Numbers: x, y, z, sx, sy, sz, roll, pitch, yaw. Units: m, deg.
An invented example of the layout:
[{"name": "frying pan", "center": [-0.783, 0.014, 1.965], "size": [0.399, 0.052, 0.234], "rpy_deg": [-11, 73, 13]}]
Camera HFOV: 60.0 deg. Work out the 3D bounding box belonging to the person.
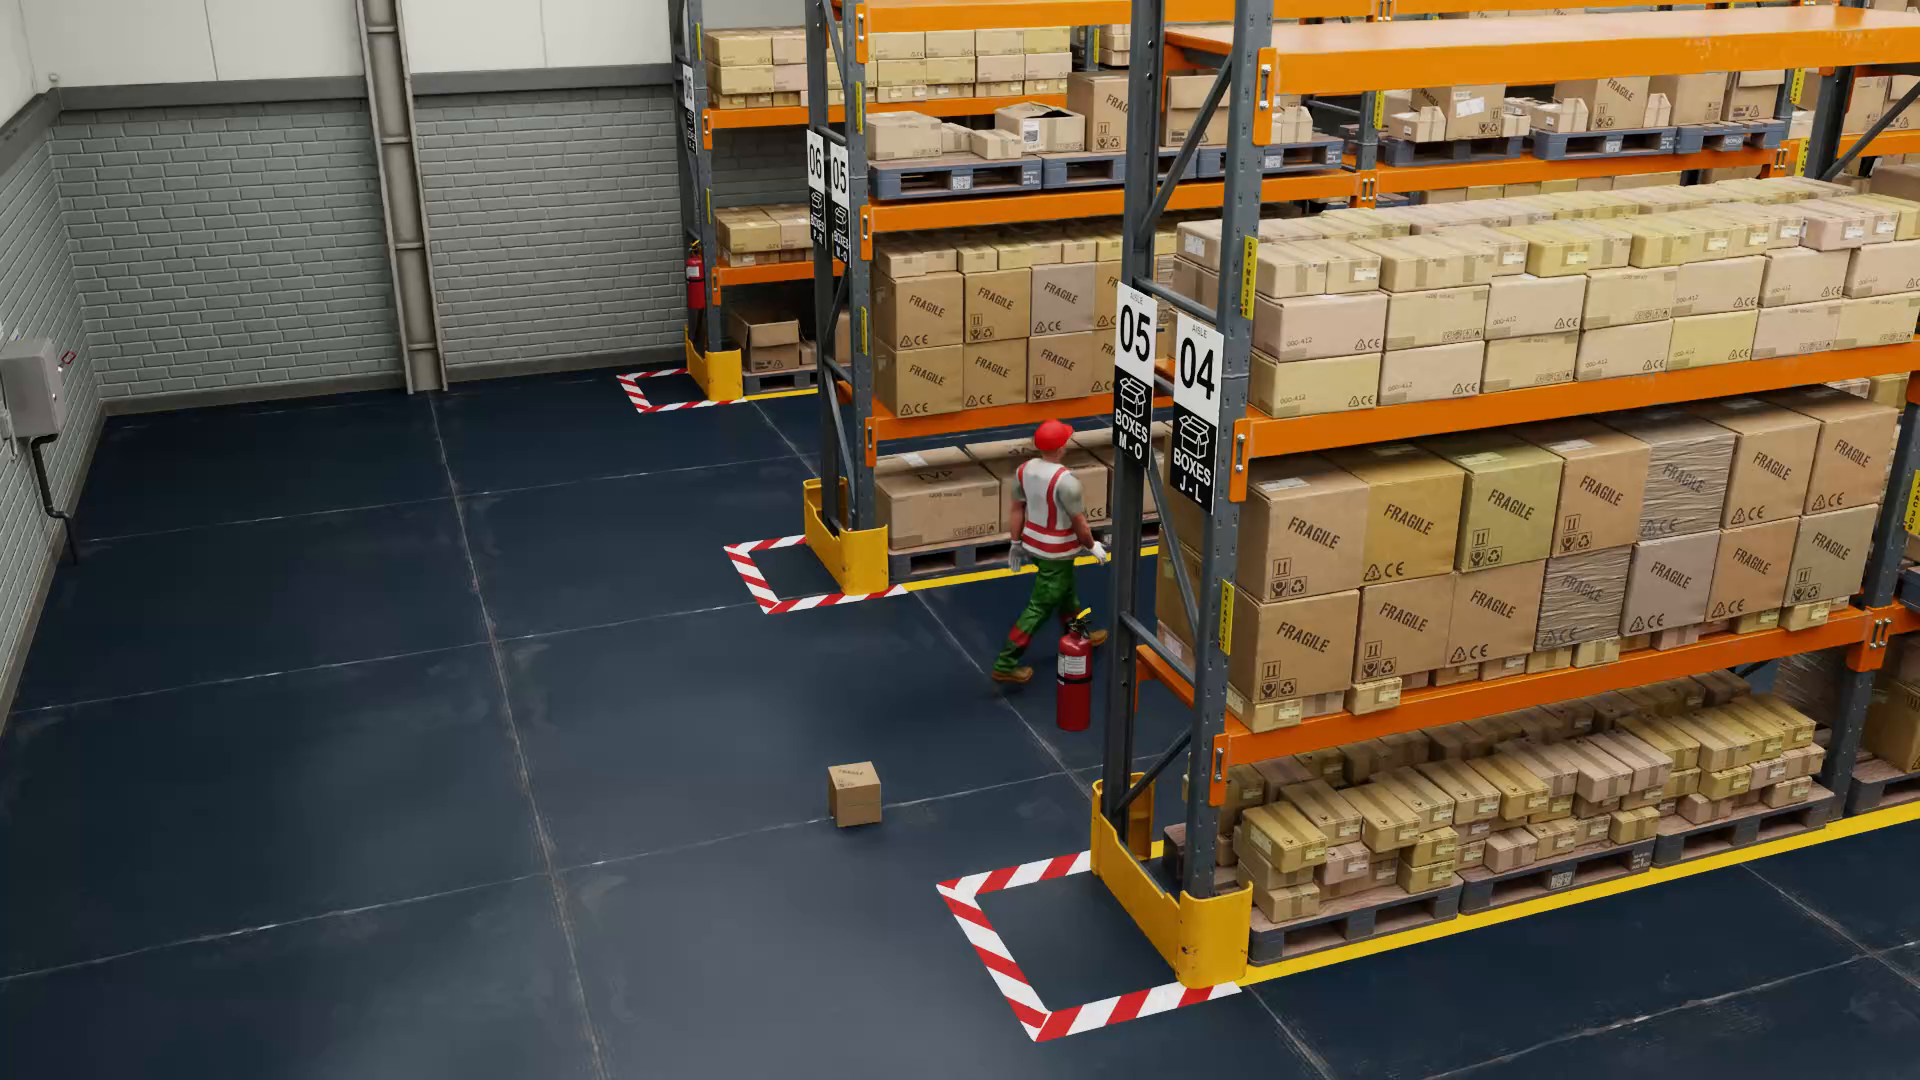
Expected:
[{"name": "person", "center": [0.620, 0.047, 10.701], "size": [1.079, 1.740, 0.532], "rpy_deg": [-15, 27, -32]}]
